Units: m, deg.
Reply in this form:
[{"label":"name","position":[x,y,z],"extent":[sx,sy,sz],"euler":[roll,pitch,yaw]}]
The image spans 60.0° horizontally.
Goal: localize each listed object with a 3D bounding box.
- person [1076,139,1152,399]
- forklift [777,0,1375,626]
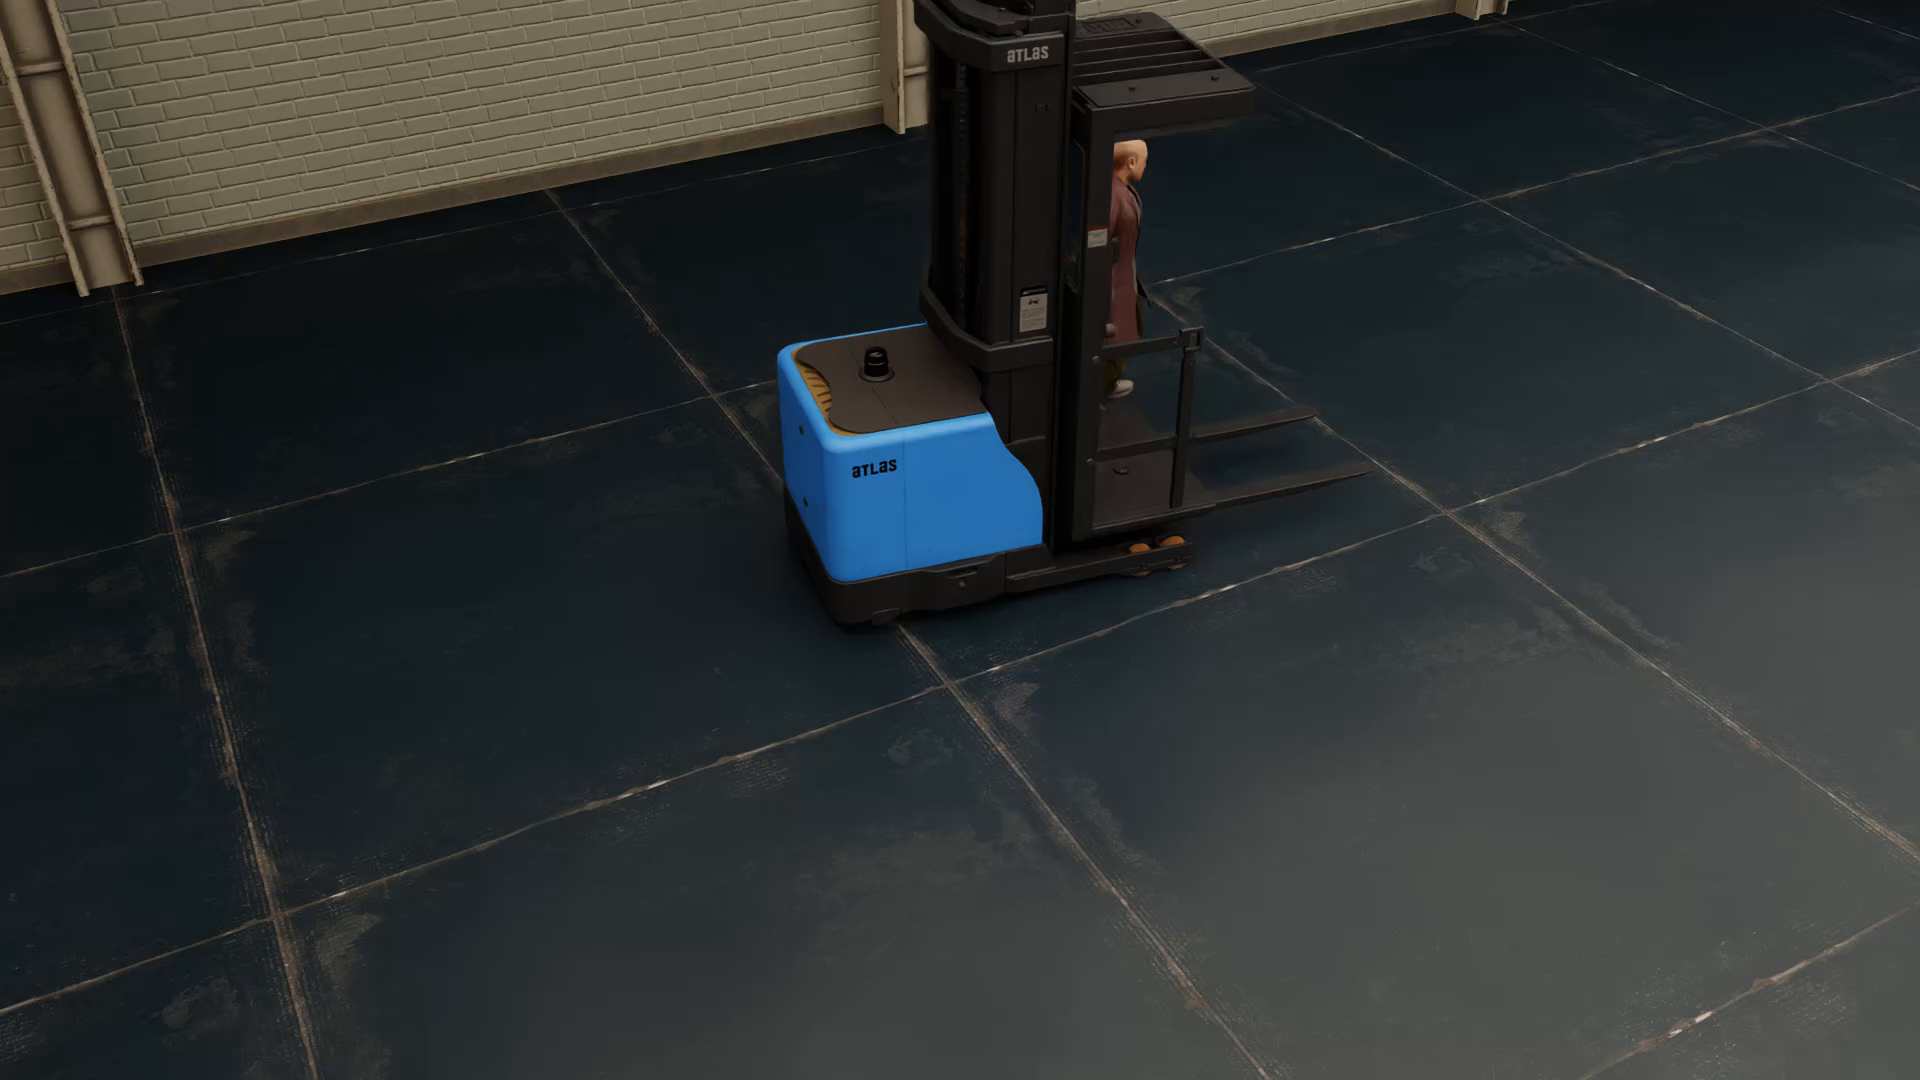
[{"label":"person","position":[0.761,-1.363,9.132],"extent":[0.553,1.736,0.916],"euler":[8,36,11]},{"label":"forklift","position":[0.663,-1.289,7.947],"extent":[3.031,2.935,1.130],"euler":[-11,37,-15]}]
